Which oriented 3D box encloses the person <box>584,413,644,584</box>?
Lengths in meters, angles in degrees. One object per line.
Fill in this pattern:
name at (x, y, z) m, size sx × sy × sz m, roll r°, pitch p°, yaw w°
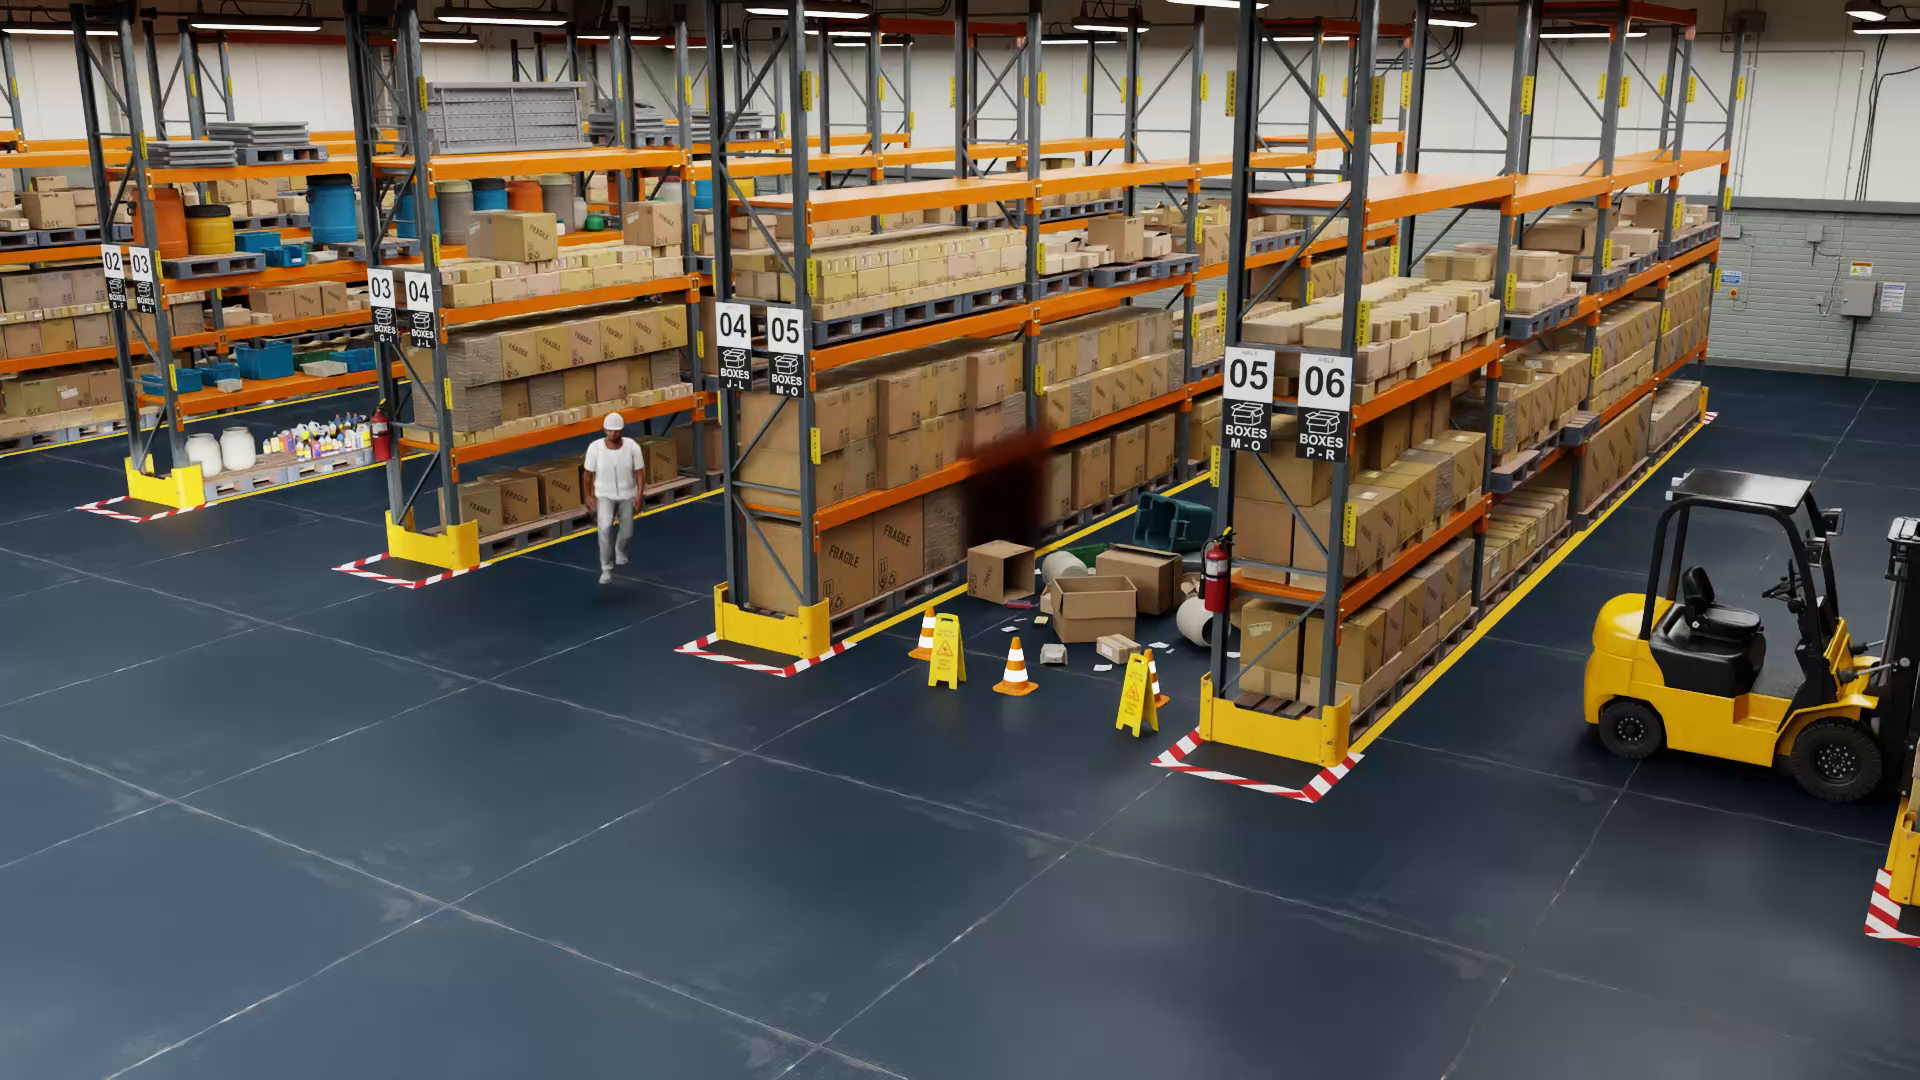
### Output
person at (-3.476, -0.474, 16.820) m, size 0.592 × 1.643 × 0.963 m, roll -6°, pitch 17°, yaw -20°
